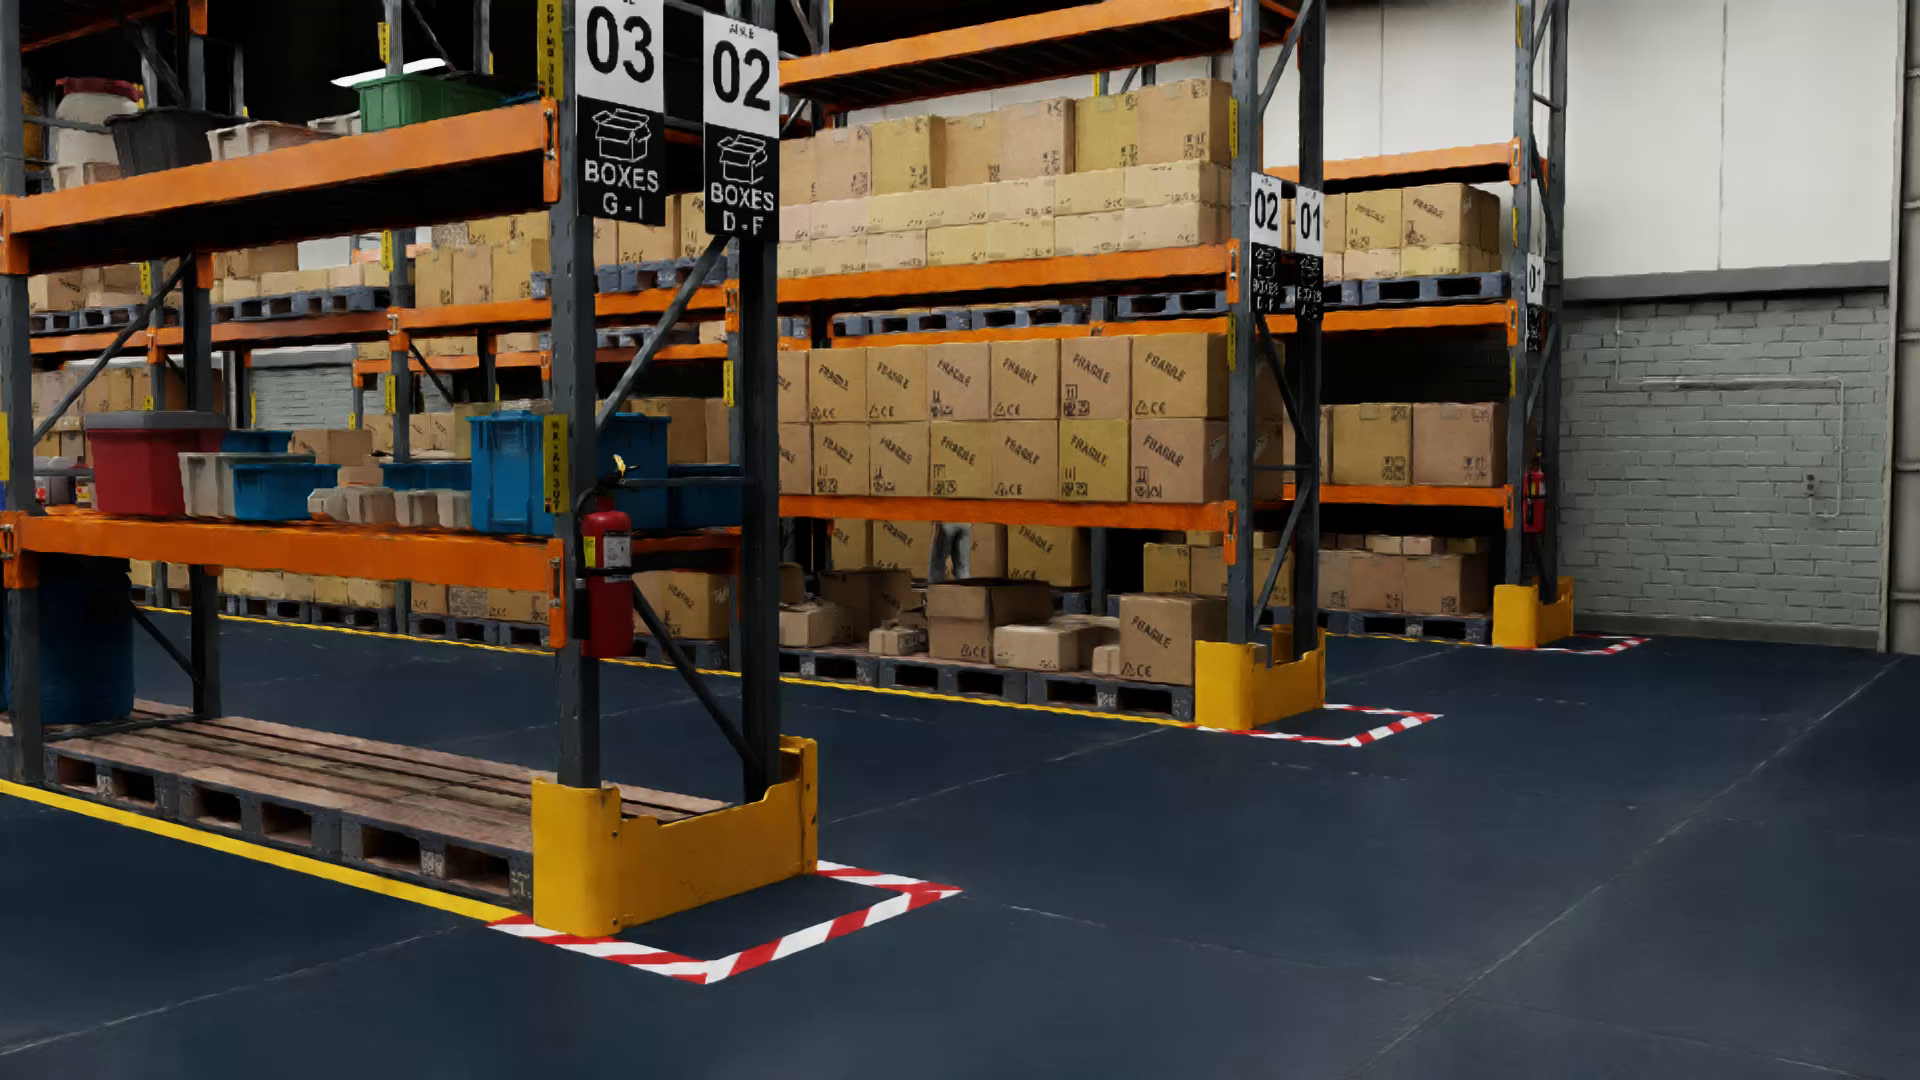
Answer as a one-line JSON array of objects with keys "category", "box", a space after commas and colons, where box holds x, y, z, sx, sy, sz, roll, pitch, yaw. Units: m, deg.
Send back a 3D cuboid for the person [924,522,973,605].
[{"category": "person", "box": [-0.119, -0.091, 15.607, 0.430, 1.661, 0.705, -2, 4, -27]}]
